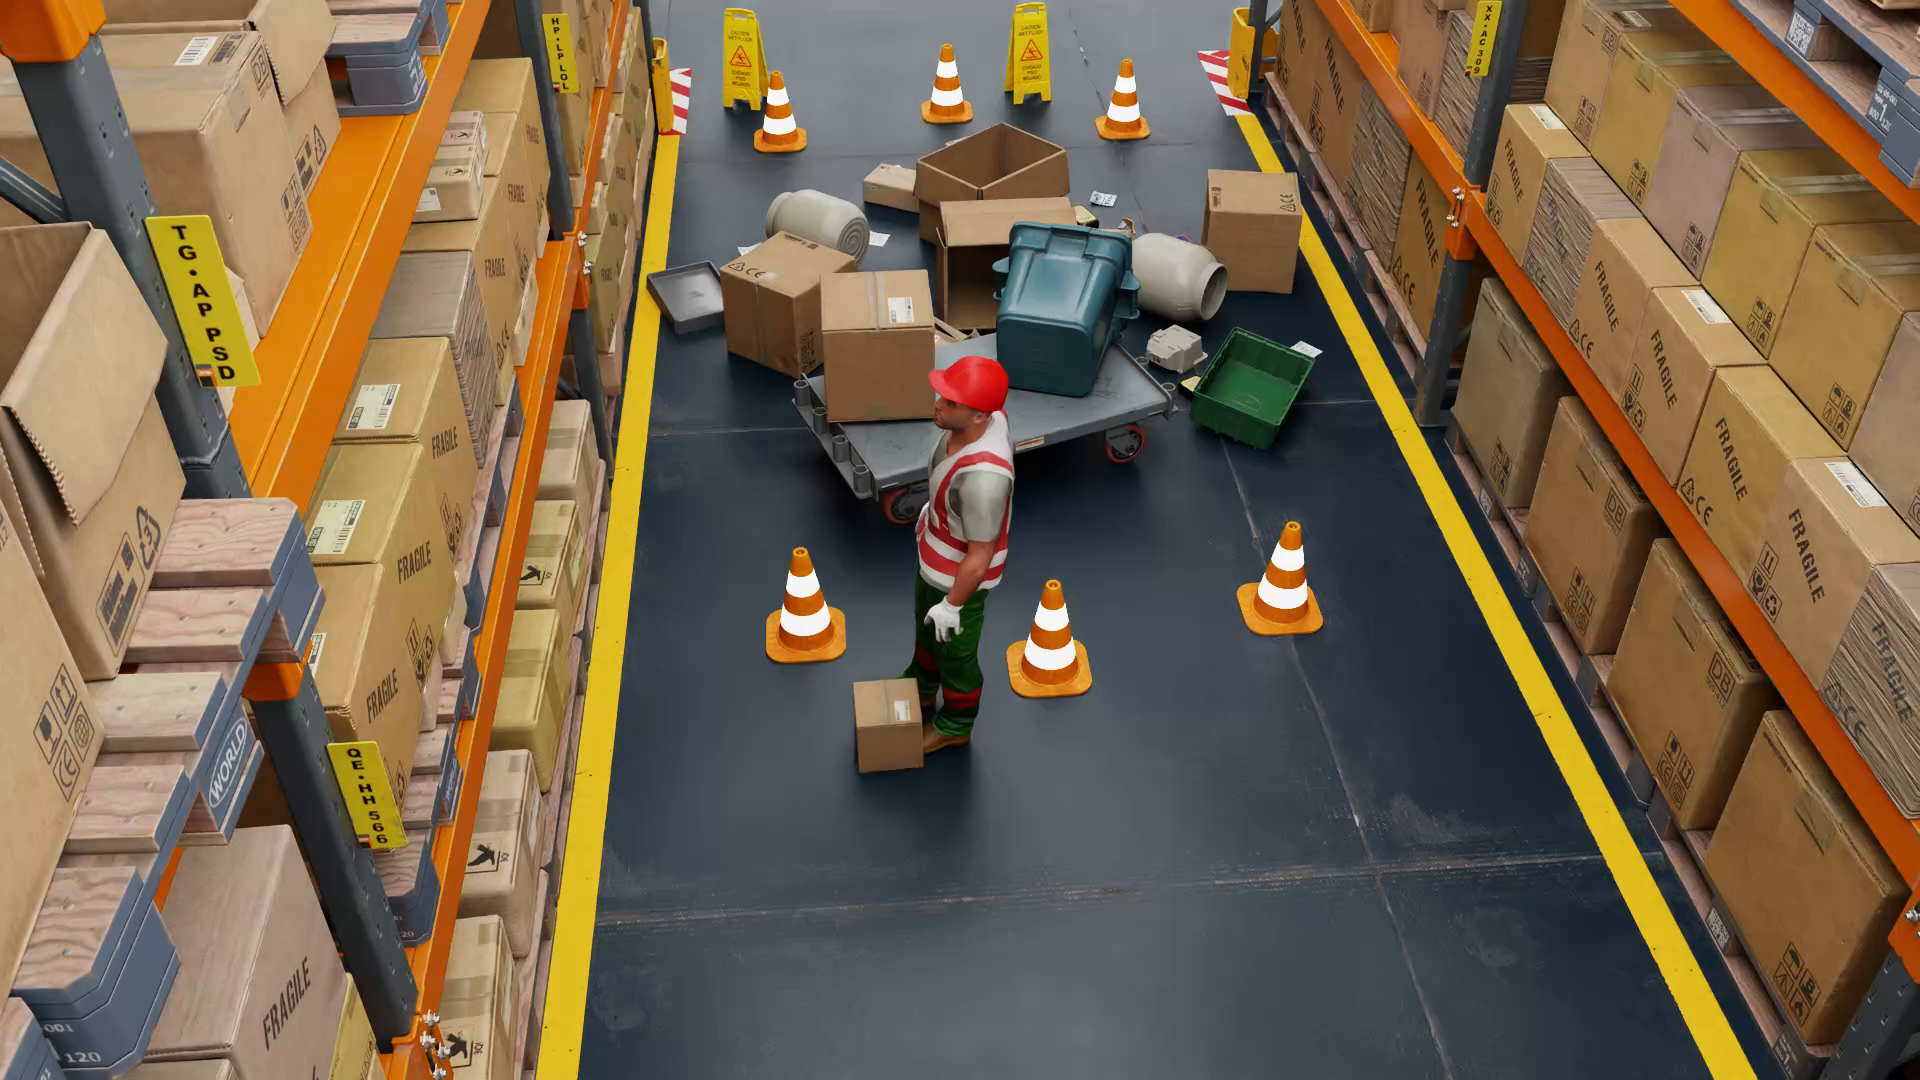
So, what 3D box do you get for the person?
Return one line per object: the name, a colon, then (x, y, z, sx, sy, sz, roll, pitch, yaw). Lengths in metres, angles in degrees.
person: (-0.093, 0.081, 6.019, 0.562, 1.790, 0.637, -3, 39, -4)
